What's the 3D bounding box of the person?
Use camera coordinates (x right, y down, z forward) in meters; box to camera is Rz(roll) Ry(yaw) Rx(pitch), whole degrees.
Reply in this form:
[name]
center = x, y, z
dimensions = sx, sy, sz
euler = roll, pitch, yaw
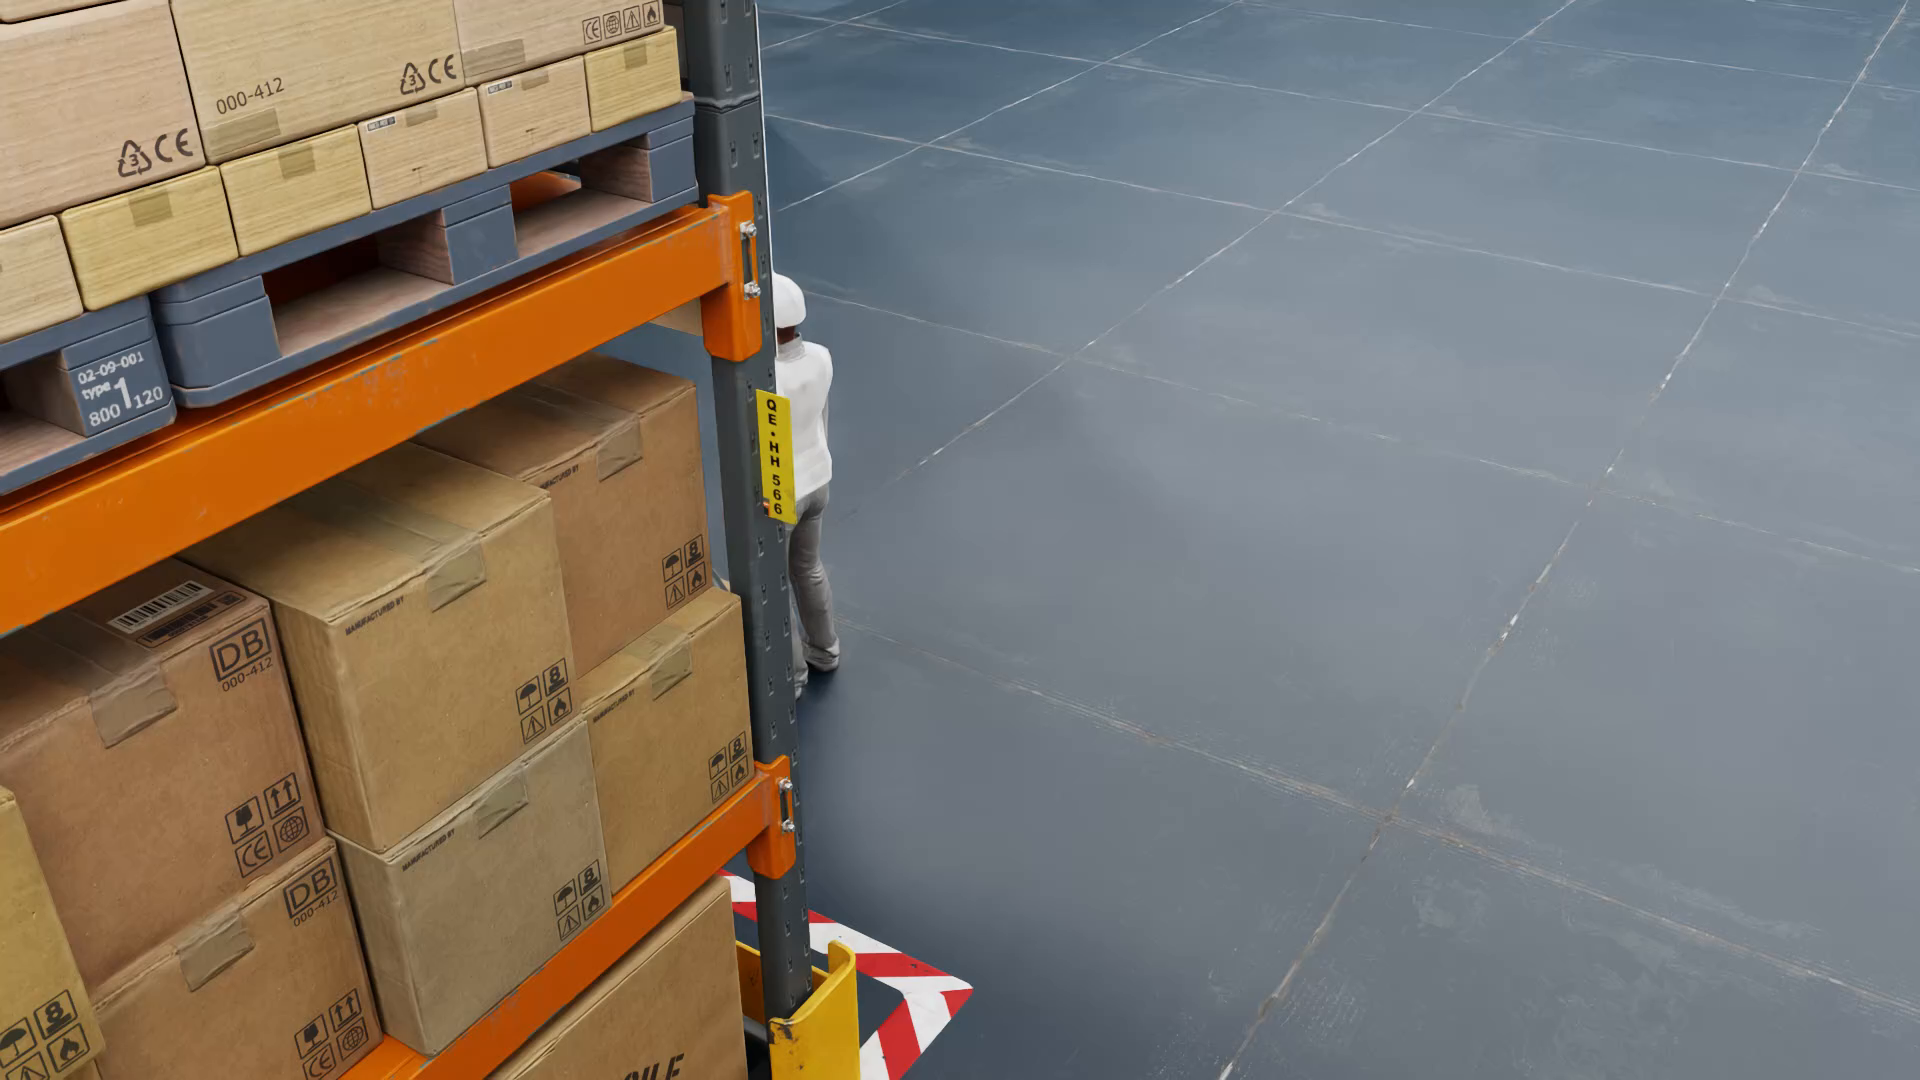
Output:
[person]
center = -0.712, -0.201, 6.456
dimensions = 0.359, 1.774, 0.533
euler = 19, 35, 29
